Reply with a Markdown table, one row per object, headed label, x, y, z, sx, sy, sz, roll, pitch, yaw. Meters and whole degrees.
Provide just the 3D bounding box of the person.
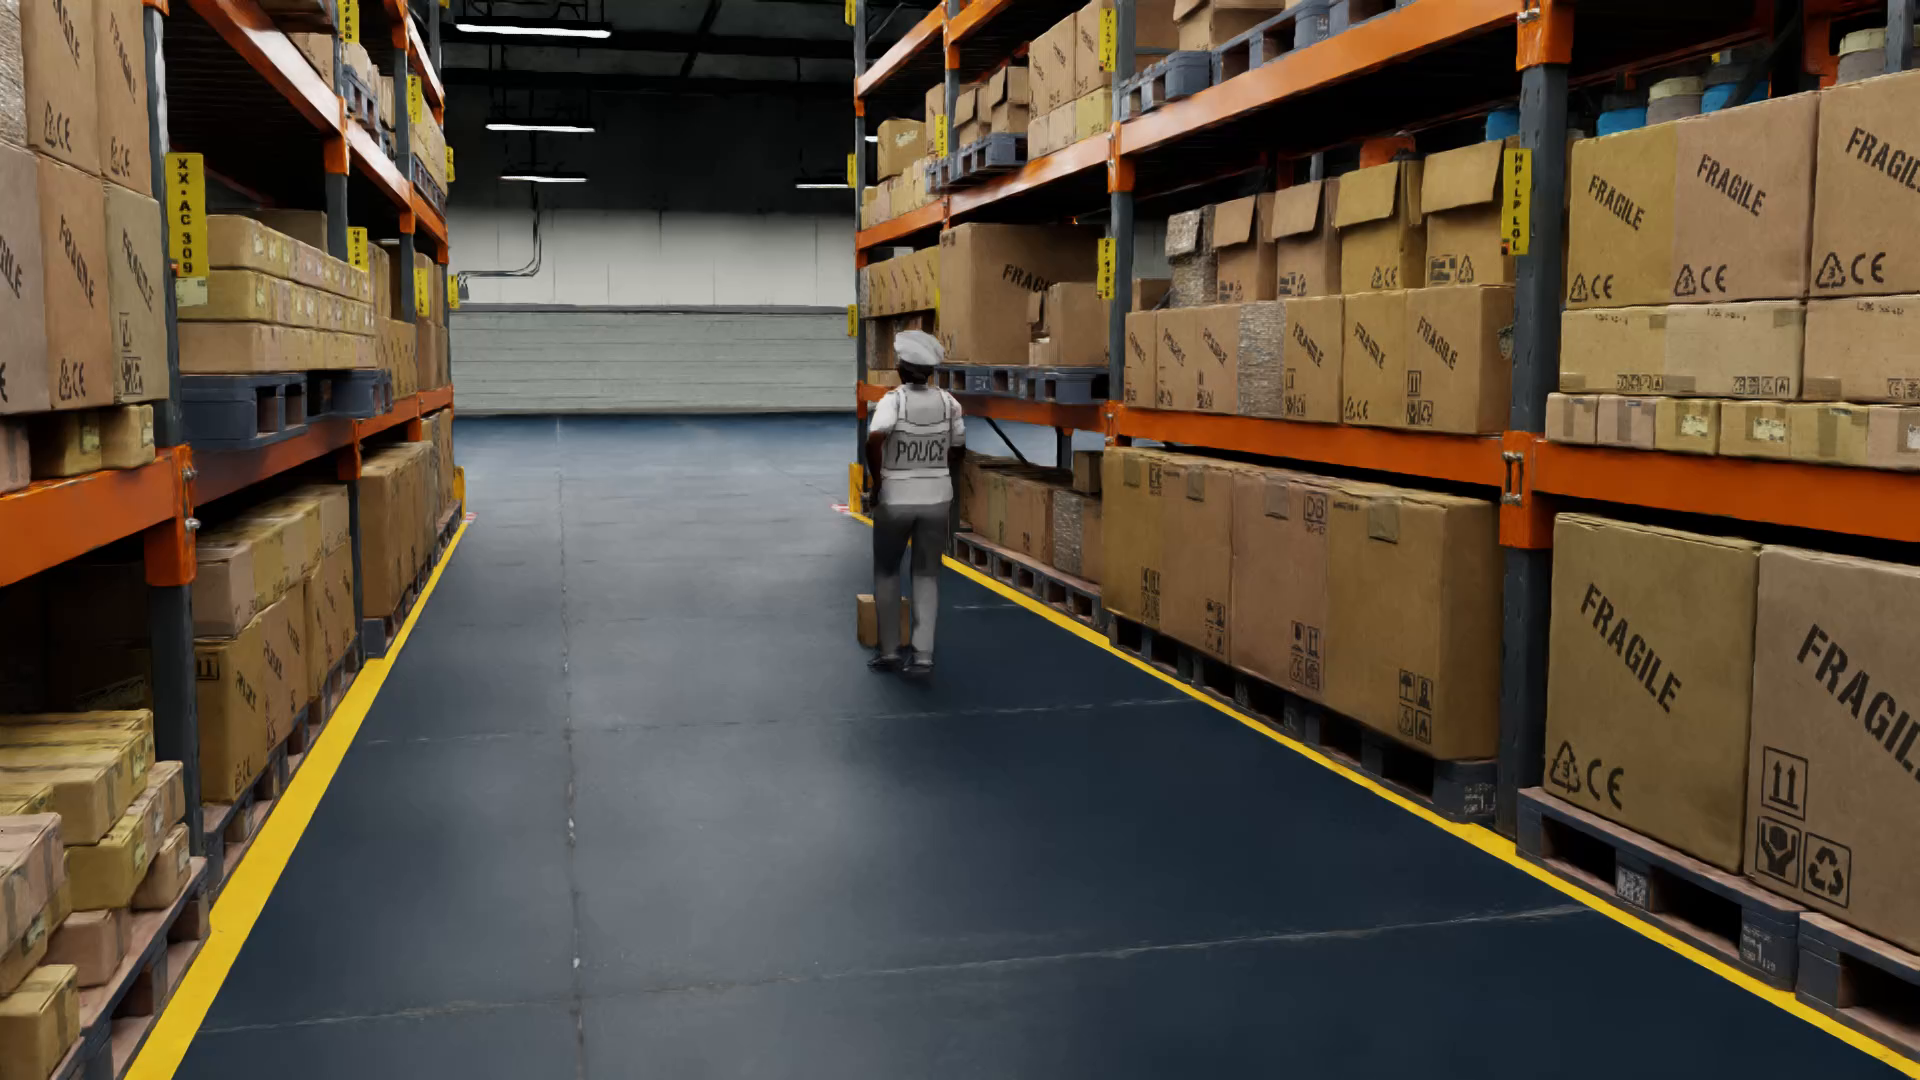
| label | x | y | z | sx | sy | sz | roll | pitch | yaw |
| --- | --- | --- | --- | --- | --- | --- | --- | --- | --- |
| person | -0.246 | -0.164 | 8.112 | 0.548 | 1.703 | 0.749 | -1 | 6 | -12 |
